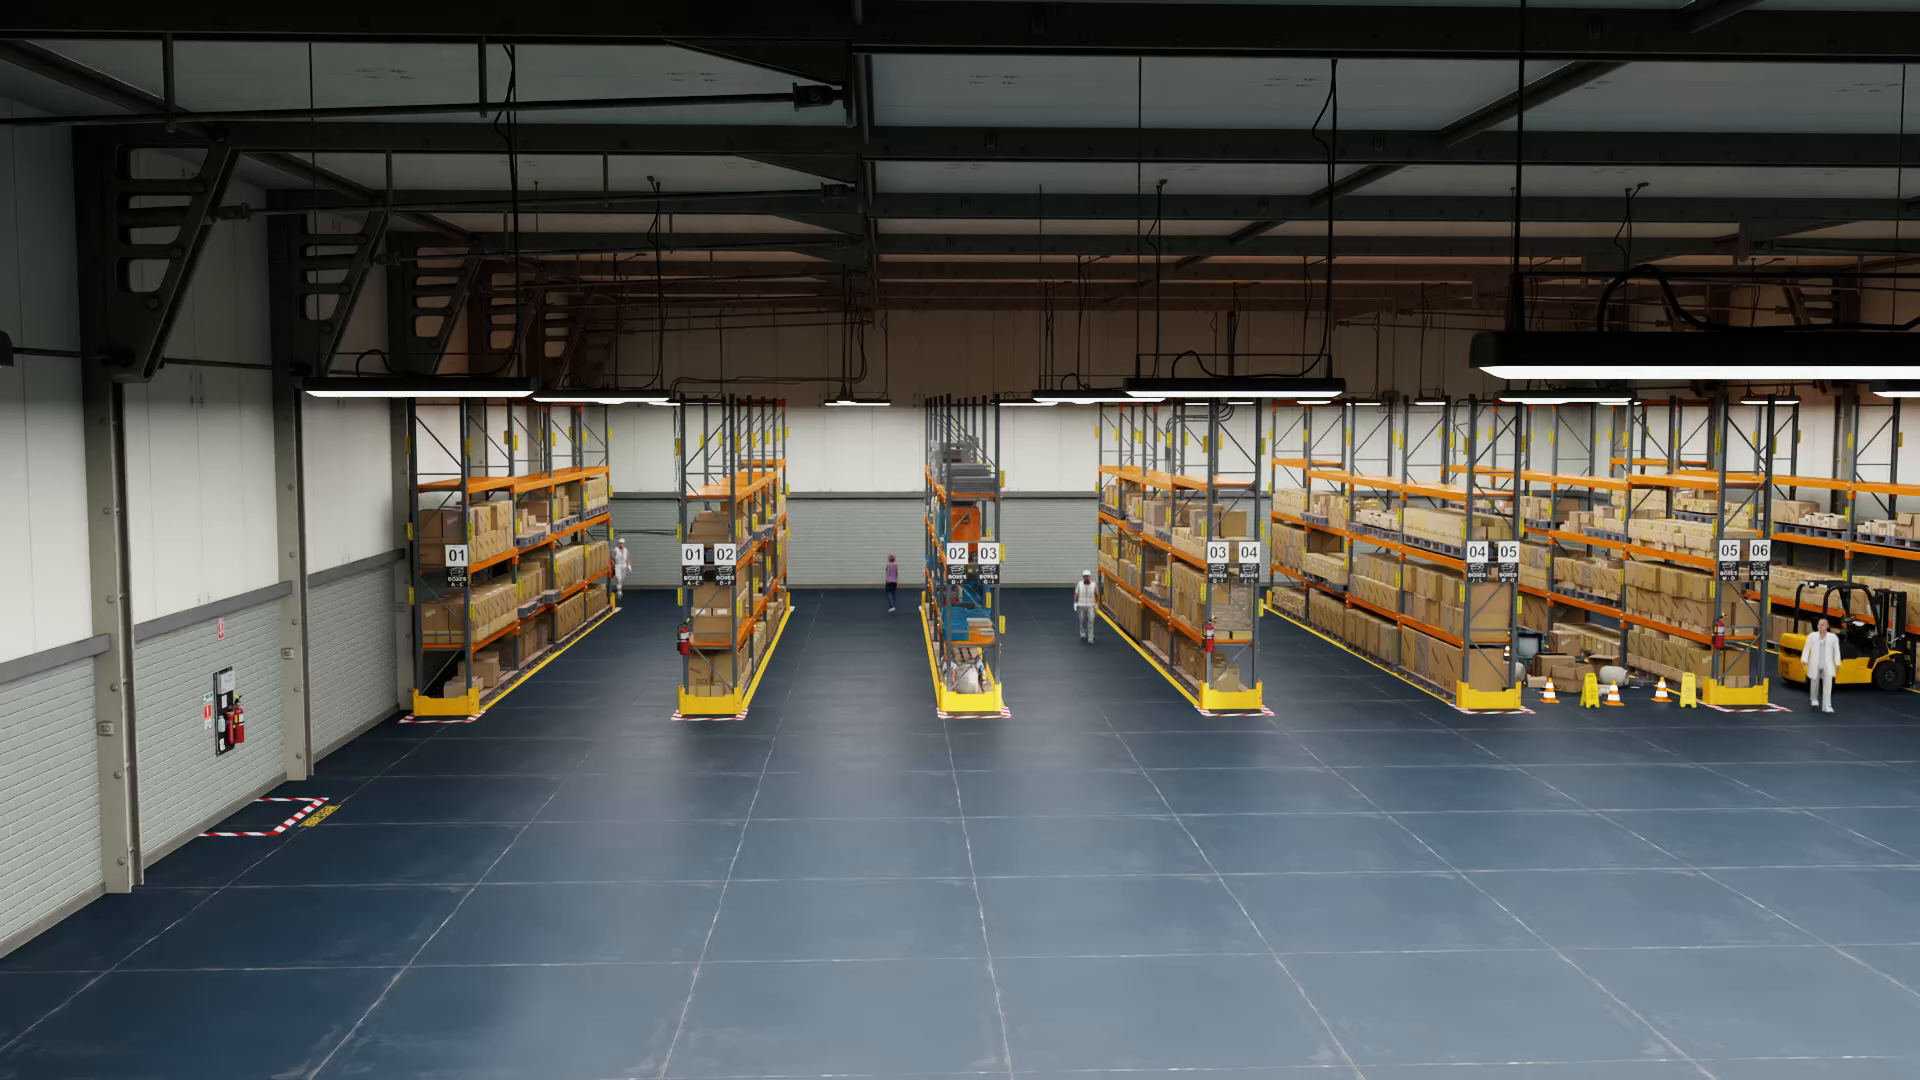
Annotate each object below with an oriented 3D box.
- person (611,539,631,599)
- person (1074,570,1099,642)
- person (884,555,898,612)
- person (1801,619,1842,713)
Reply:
[{"bbox_3d":[-10.317,0.870,50.458,0.582,1.837,0.704,-3,6,-36],"label":"person"},{"bbox_3d":[3.113,1.609,40.889,0.623,1.722,1.069,0,5,1],"label":"person"},{"bbox_3d":[-1.928,1.235,46.974,0.456,1.653,0.394,-4,6,-39],"label":"person"},{"bbox_3d":[16.283,2.357,31.431,0.708,1.727,1.122,2,5,21],"label":"person"}]
